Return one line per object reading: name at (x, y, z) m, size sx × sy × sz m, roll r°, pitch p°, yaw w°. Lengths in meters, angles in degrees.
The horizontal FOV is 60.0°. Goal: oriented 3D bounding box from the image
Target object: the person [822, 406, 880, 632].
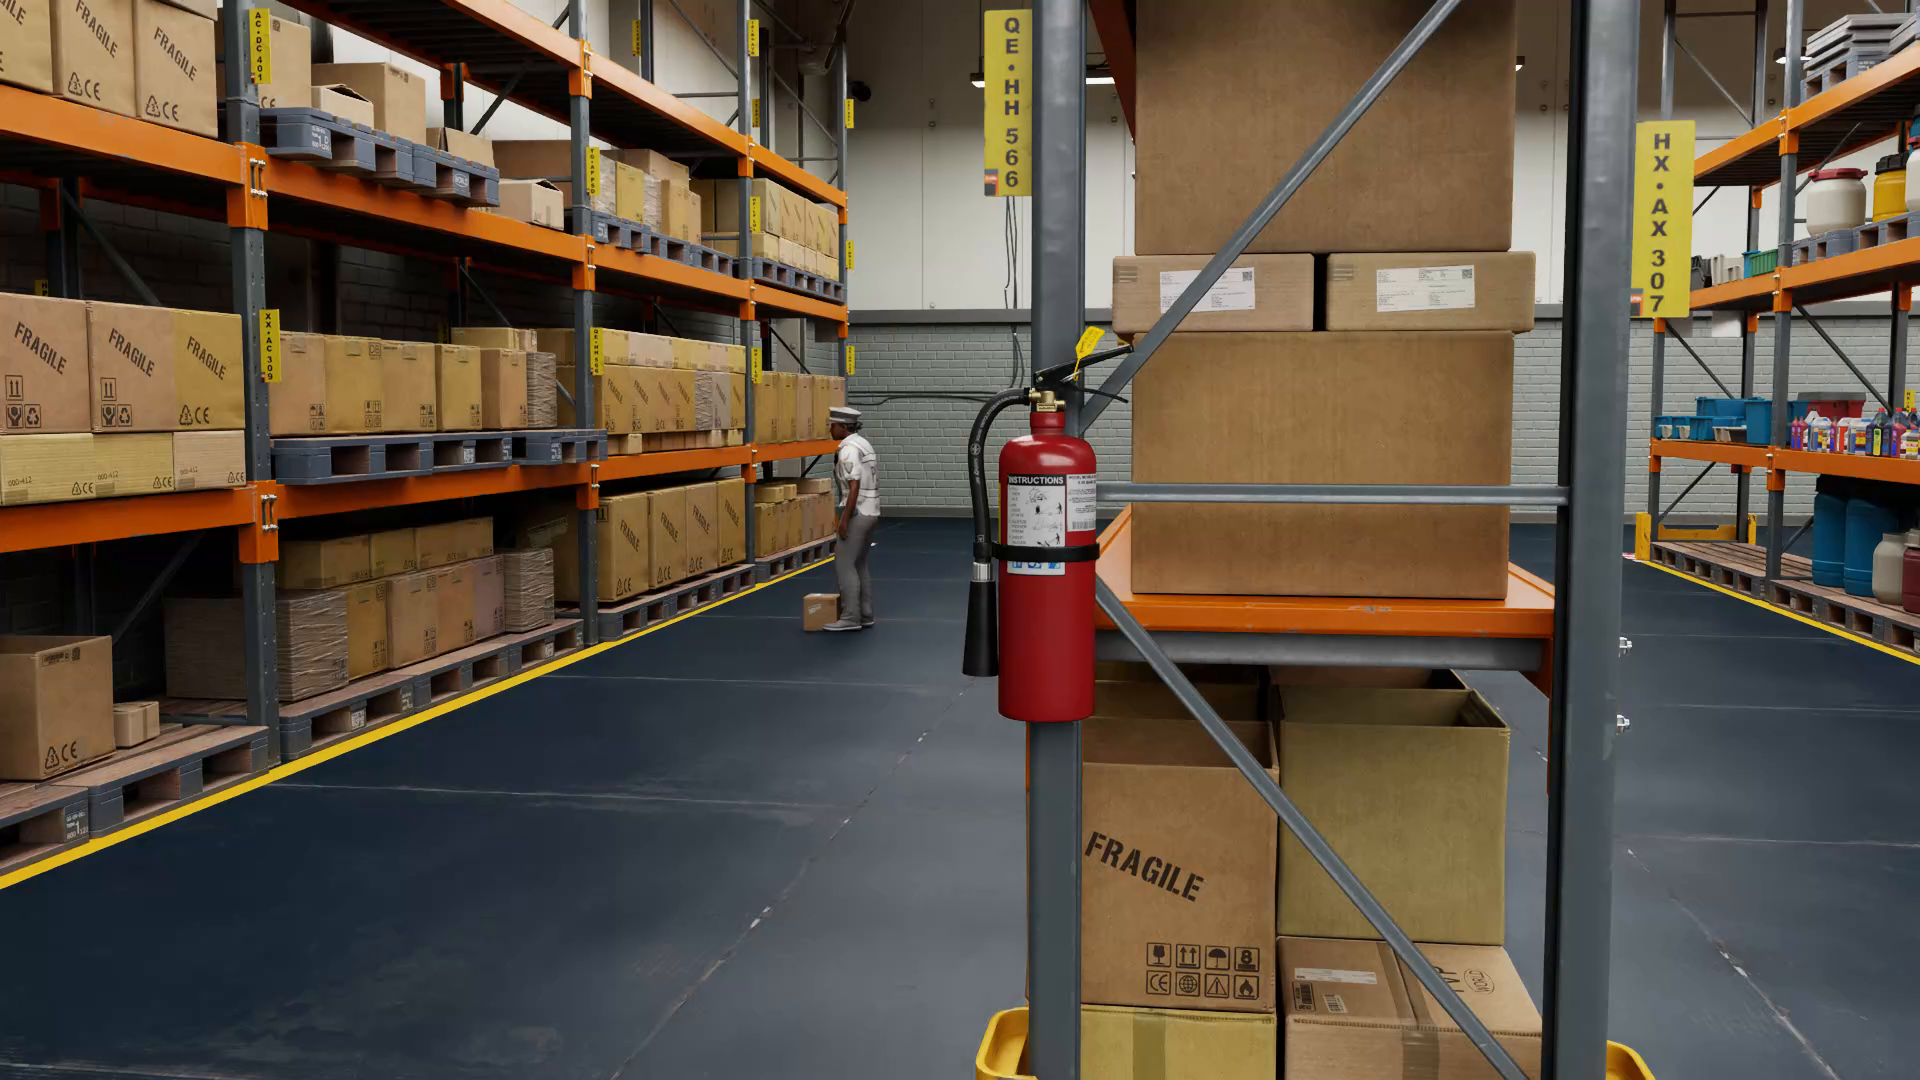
person at (-0.806, -0.160, 12.377) m, size 0.419 × 1.664 × 0.530 m, roll 0°, pitch 5°, yaw 6°
